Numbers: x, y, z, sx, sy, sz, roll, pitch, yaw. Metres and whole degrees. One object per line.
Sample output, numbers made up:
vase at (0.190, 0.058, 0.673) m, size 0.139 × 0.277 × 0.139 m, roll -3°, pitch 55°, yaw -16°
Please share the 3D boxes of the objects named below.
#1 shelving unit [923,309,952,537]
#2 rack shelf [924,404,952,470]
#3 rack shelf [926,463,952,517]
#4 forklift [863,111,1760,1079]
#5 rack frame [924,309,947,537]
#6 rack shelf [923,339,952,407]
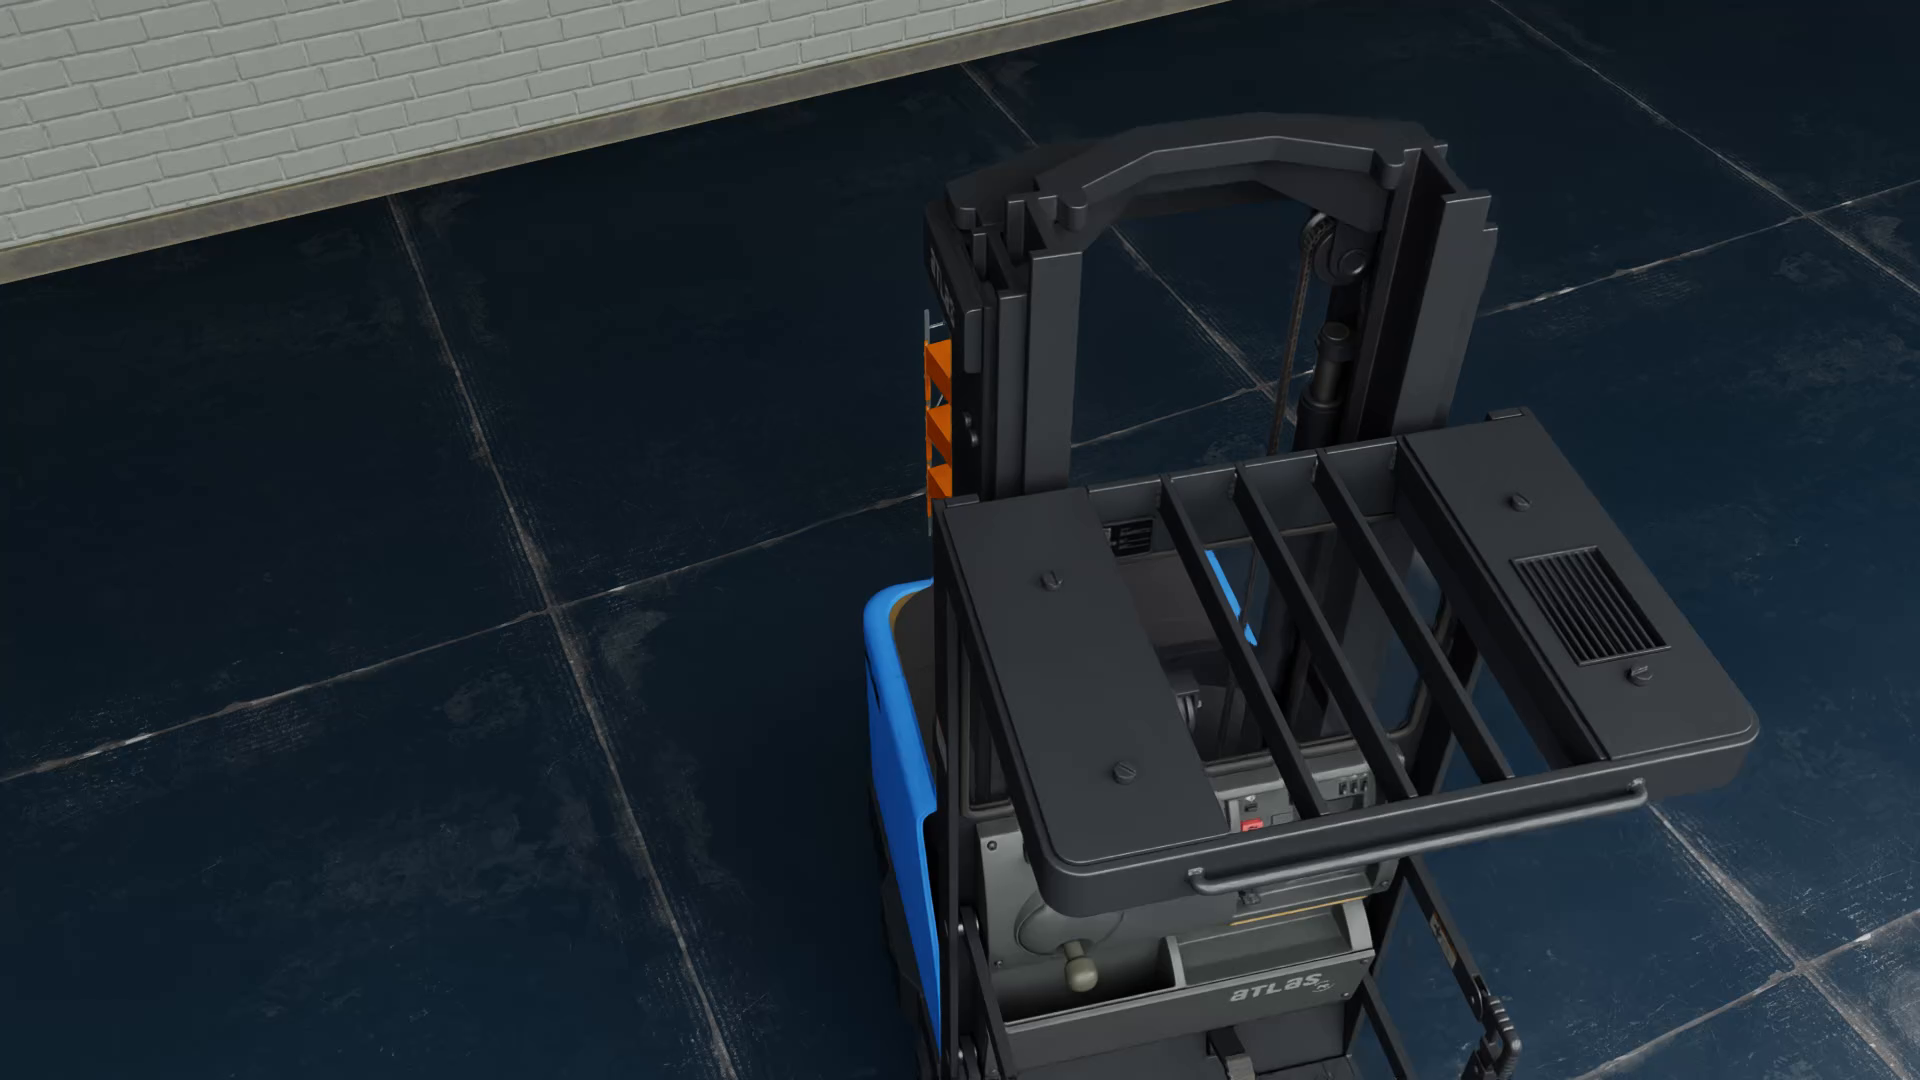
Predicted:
shelving unit at (0.022, -0.340, 5.847) m, size 0.215 × 1.050 × 0.252 m, roll -18°, pitch 47°, yaw -17°
rack shelf at (0.022, -0.332, 5.854) m, size 0.215 × 0.259 × 0.240 m, roll -18°, pitch 47°, yaw -17°
rack shelf at (0.023, -0.134, 6.049) m, size 0.215 × 0.259 × 0.240 m, roll -18°, pitch 47°, yaw -17°
forklift at (0.550, 0.787, 3.365) m, size 1.130 × 2.935 × 3.031 m, roll -9°, pitch 45°, yaw -9°
rack frame at (-0.029, -0.417, 5.925) m, size 0.200 × 1.050 × 0.008 m, roll -18°, pitch 47°, yaw -17°
rack shelf at (0.022, -0.534, 5.655) m, size 0.215 × 0.259 × 0.240 m, roll -18°, pitch 47°, yaw -17°
